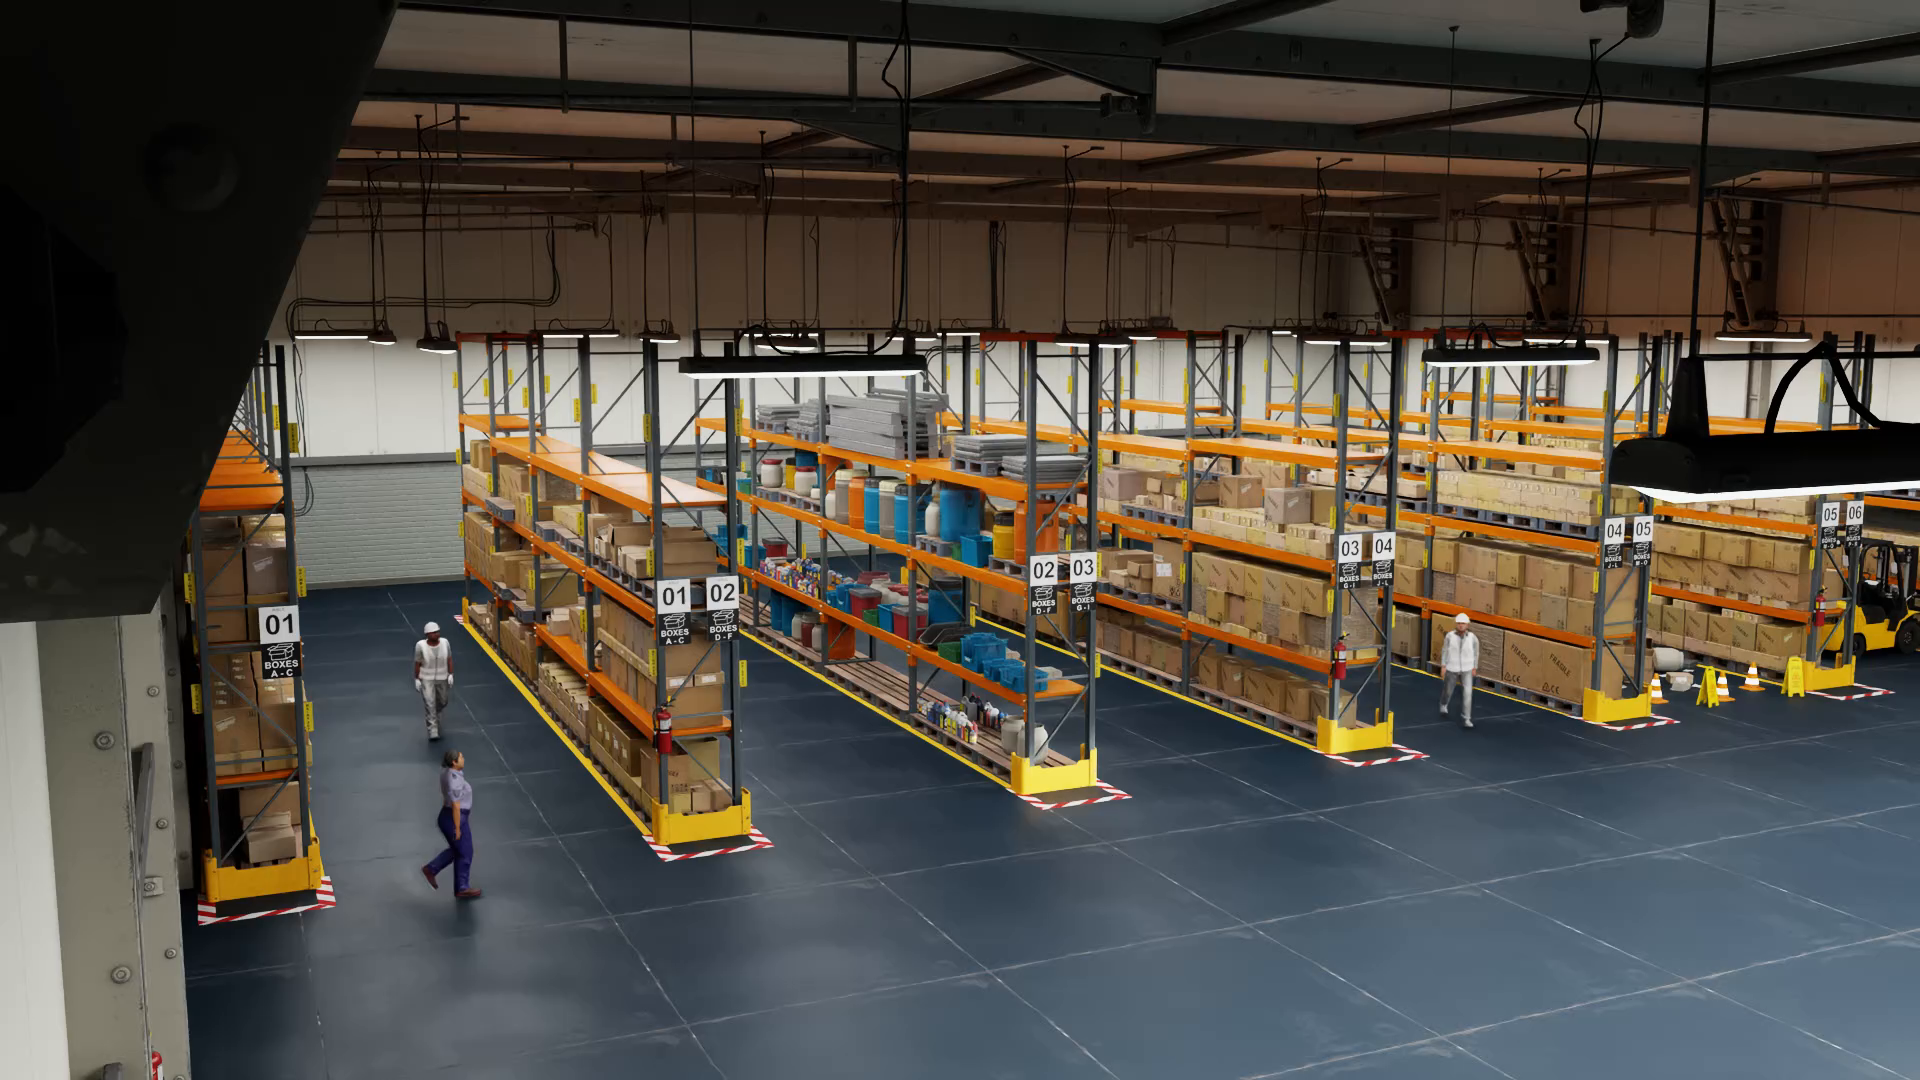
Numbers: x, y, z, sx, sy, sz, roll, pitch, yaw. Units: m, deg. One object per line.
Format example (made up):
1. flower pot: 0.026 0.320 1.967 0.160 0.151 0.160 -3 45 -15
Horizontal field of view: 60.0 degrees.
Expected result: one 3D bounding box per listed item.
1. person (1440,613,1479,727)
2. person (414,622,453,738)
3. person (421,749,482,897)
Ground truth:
1. person: 7.763 1.985 25.885 0.597 1.725 1.064 0 8 3
2. person: -7.980 2.077 25.206 0.568 1.740 1.009 -4 9 -28
3. person: -5.539 3.078 18.108 0.574 1.633 0.473 -3 8 -24
